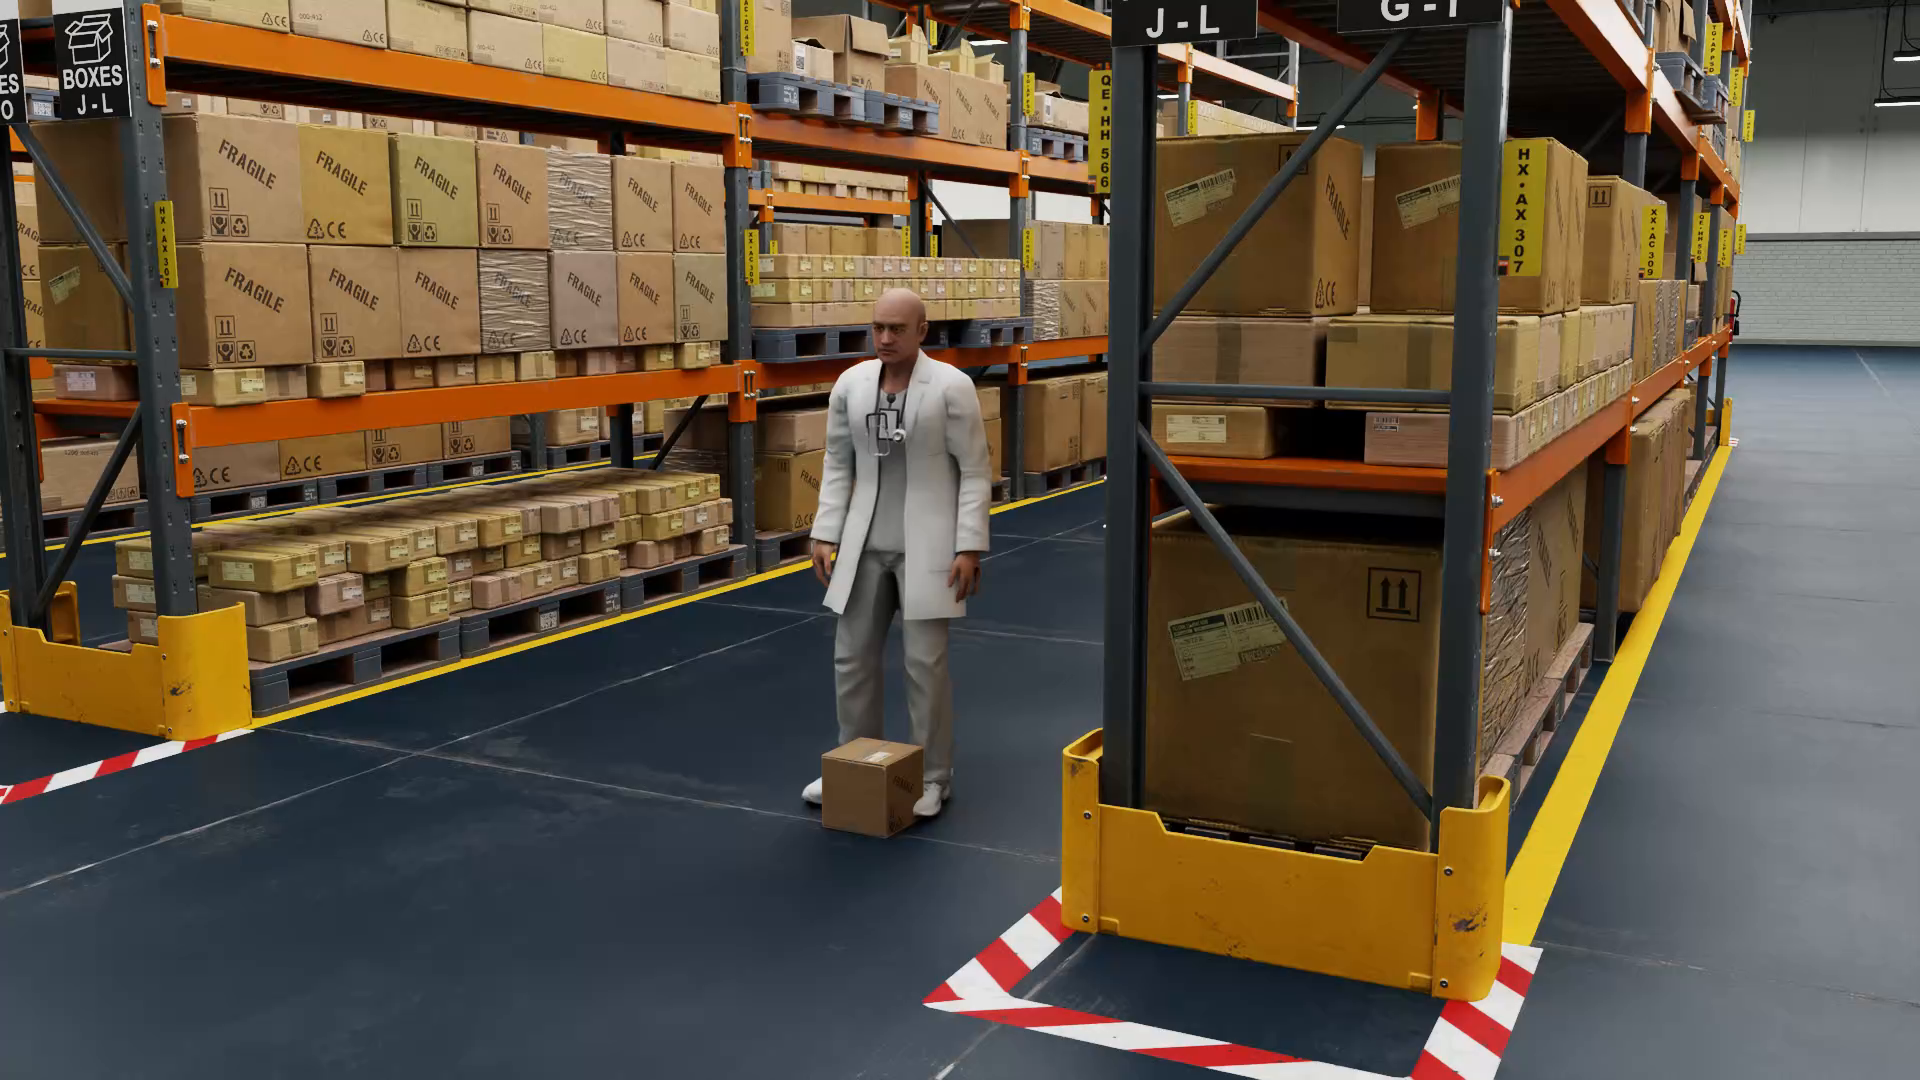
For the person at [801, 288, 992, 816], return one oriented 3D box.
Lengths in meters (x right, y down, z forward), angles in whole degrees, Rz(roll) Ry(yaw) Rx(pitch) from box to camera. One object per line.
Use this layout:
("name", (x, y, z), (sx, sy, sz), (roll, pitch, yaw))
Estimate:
("person", (-0.204, 0.037, 5.675), (0.655, 1.775, 0.423), (4, 10, 22))
